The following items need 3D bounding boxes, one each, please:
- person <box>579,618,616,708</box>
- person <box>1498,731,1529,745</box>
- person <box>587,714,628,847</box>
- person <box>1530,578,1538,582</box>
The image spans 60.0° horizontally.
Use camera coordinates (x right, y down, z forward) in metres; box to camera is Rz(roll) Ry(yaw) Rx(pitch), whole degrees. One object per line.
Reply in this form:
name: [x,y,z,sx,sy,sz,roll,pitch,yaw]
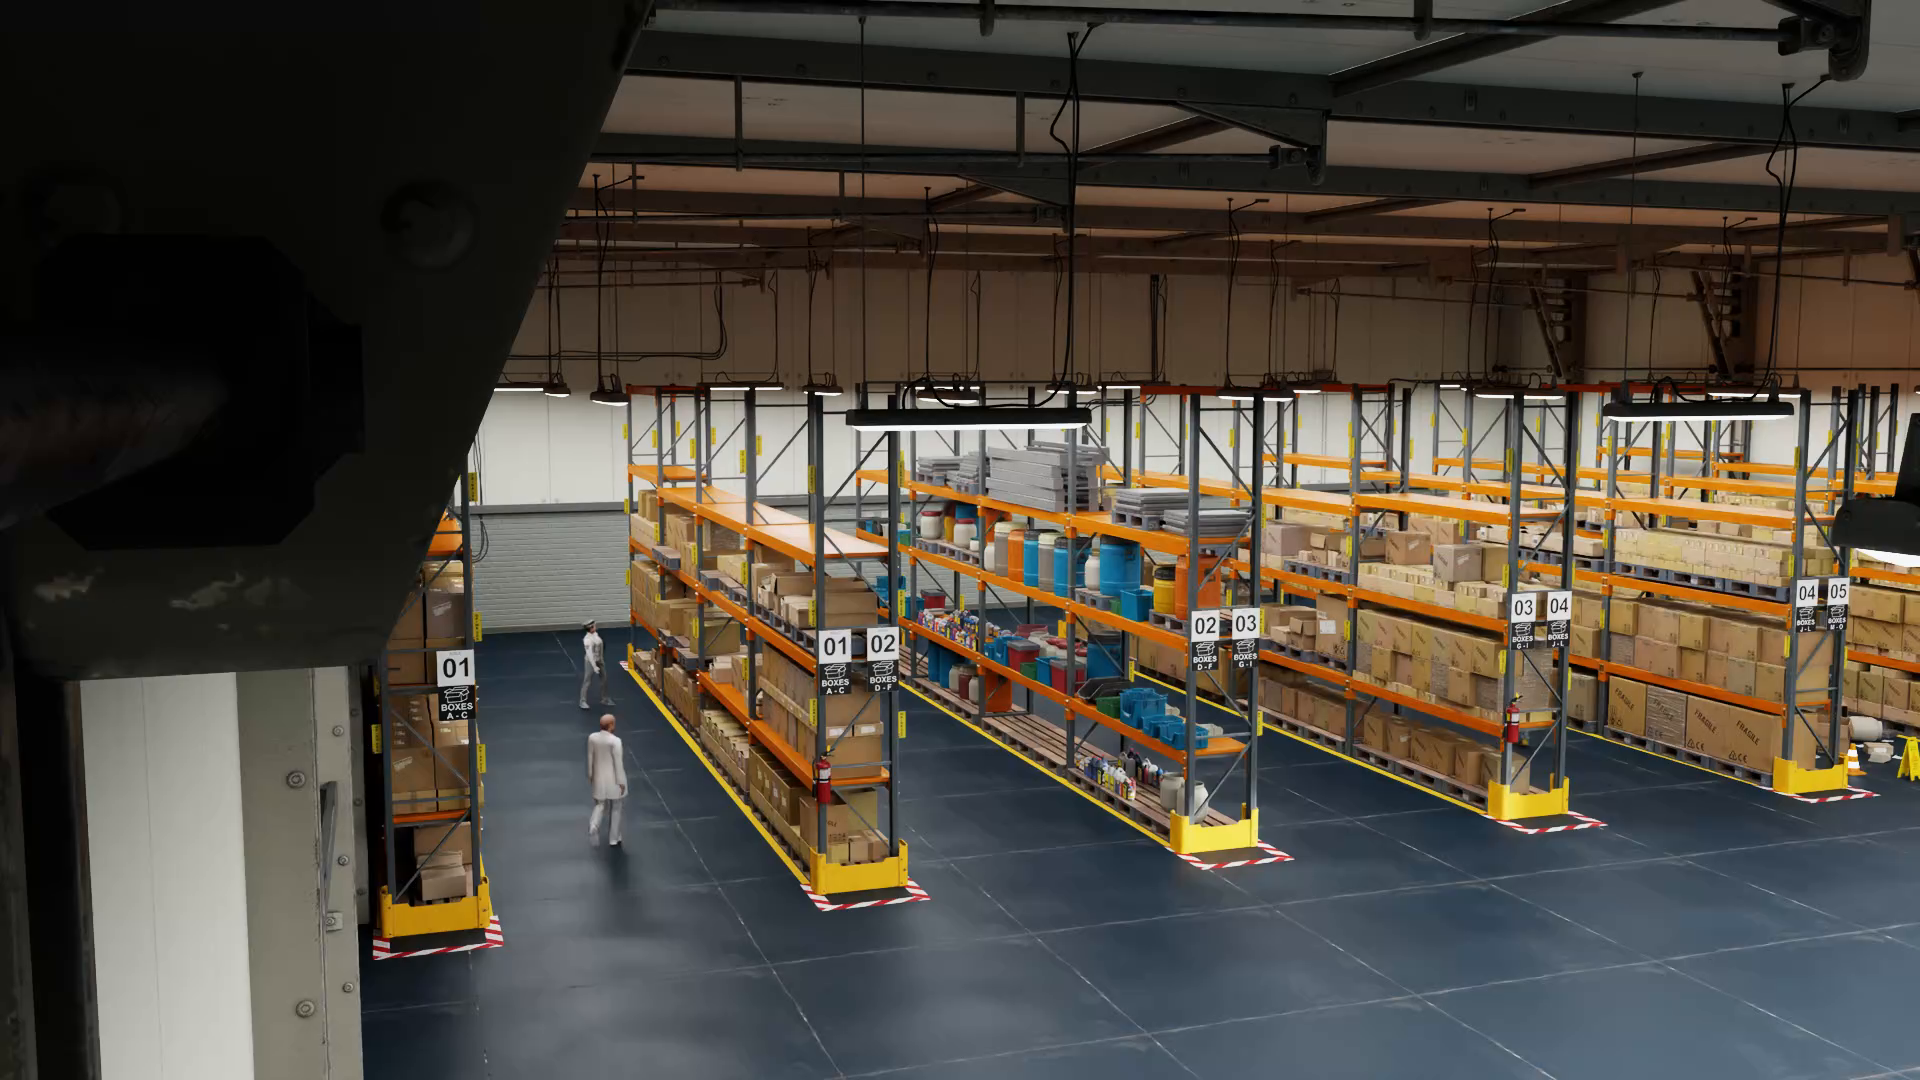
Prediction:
person: [-6.812,2.306,31.103,0.515,1.713,0.621,2,6,22]
person: [9.349,2.565,27.989,0.376,1.801,0.724,-4,7,-33]
person: [-4.683,3.176,21.947,0.570,1.764,0.779,1,6,11]
person: [12.353,1.728,36.010,0.628,1.820,0.532,-5,8,-38]
